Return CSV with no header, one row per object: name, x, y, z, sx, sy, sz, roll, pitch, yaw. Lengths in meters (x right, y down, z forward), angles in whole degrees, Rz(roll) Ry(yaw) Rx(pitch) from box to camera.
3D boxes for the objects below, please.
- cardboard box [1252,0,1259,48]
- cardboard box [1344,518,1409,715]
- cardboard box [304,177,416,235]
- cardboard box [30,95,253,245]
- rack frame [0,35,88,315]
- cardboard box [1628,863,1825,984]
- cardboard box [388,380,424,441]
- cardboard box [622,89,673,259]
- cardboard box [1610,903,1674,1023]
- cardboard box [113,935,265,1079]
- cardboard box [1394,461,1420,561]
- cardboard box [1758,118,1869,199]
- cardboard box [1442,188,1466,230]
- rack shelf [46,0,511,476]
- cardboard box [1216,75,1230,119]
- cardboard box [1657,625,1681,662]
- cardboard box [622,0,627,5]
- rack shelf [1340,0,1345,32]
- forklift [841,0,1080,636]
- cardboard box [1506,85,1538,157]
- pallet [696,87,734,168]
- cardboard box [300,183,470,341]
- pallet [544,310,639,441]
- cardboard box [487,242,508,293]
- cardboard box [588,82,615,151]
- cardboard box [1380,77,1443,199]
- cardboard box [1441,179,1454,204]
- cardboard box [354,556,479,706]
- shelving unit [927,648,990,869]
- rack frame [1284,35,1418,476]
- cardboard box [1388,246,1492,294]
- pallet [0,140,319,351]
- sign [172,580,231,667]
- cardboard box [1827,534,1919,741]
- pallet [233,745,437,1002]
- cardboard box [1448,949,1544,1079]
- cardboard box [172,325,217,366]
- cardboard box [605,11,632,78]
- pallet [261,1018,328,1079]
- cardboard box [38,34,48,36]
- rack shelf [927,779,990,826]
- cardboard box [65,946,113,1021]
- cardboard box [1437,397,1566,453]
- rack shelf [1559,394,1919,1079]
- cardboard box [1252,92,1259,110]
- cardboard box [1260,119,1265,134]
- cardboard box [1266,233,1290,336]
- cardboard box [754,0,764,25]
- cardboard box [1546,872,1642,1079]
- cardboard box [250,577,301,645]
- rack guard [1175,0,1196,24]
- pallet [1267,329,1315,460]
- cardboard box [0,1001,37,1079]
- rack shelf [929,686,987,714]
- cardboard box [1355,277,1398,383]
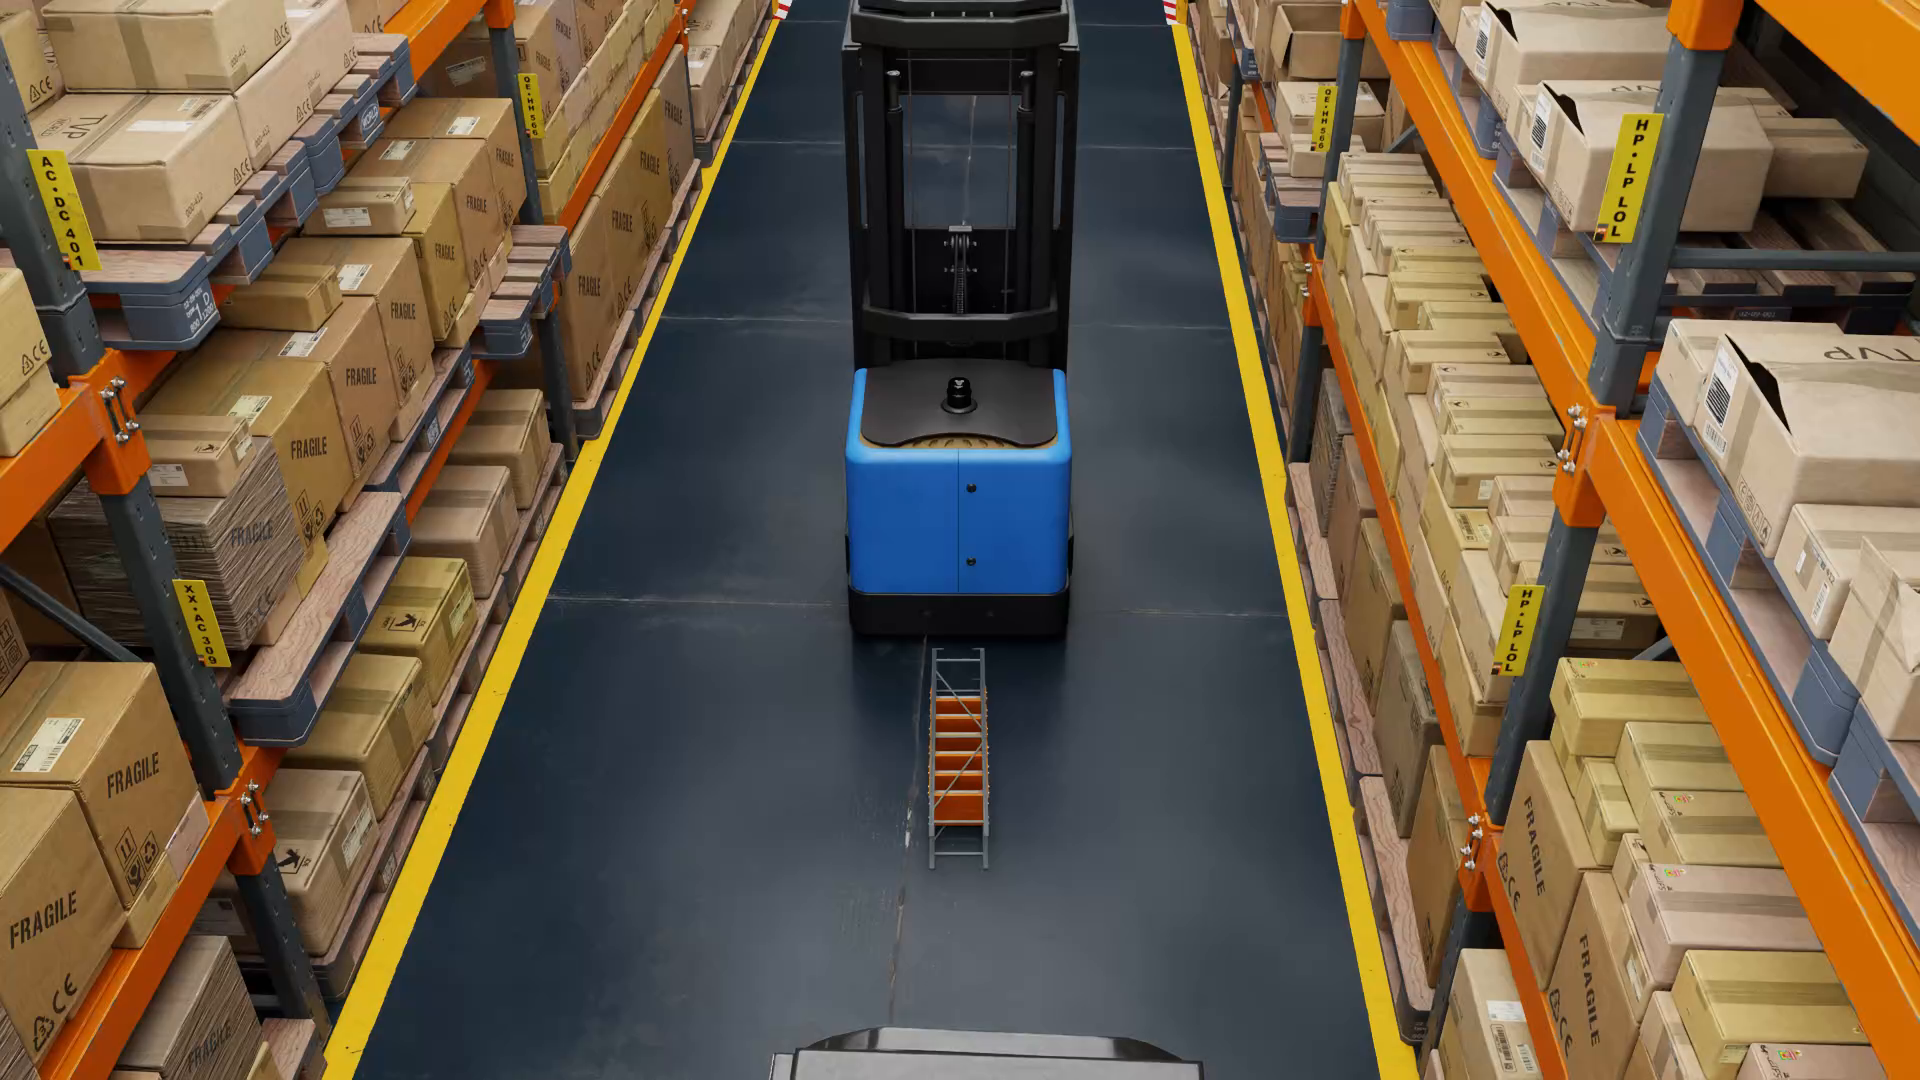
cardboard box,2.028,-3.213,10.411,0.396,0.266,0.258,3,35,4
cardboard box,2.223,0.332,7.314,0.875,0.625,0.625,0,35,0
cardboard box,-2.437,-1.354,6.738,0.380,0.149,0.250,0,35,0
cardboard box,-2.389,-1.066,4.761,0.500,0.250,0.500,0,35,1
rack frame,-2.813,-1.857,3.511,1.000,3.000,0.127,1,35,2
cardboard box,1.803,0.903,3.892,0.380,0.149,0.250,2,35,3
cardboard box,-2.395,-0.530,6.694,0.380,0.149,0.250,3,35,4
cardboard box,-2.466,-2.424,11.018,0.875,0.875,0.875,2,35,3
cardboard box,1.795,1.020,3.984,0.380,0.149,0.250,2,35,3
cardboard box,-2.569,1.590,5.198,0.500,0.500,0.500,1,35,1
cardboard box,1.970,-0.097,6.356,0.500,0.250,0.500,2,35,2
cardboard box,2.377,-1.110,4.824,0.380,0.149,0.250,1,35,2
cardboard box,2.567,-1.467,7.869,0.500,0.250,0.500,2,35,3
rack shelf,-2.733,-1.484,6.216,1.077,0.370,4.000,1,35,2
cardboard box,2.211,-3.471,13.039,0.396,0.266,0.258,3,35,4
cardboard box,2.423,0.282,5.382,0.500,0.250,0.500,1,35,1
cardboard box,-2.313,-3.598,10.250,0.500,0.500,0.500,2,35,3
rack shelf,2.387,-3.670,9.326,1.077,0.370,4.000,1,35,2
forklift,0.005,-1.557,8.362,1.130,2.935,3.031,0,35,0
cardboard box,1.887,-1.266,5.046,0.380,0.149,0.250,1,35,2
pallet,-2.383,-3.293,13.197,1.003,0.211,1.213,1,35,2
cardboard box,-2.422,-1.180,7.055,0.500,0.500,0.500,-1,35,-1
pallet,-2.546,-1.011,9.950,1.003,0.211,1.213,1,35,2
cardboard box,-2.335,-1.274,7.753,0.380,0.149,0.250,1,35,1
cardboard box,-2.352,-2.511,9.790,0.500,0.250,0.500,2,35,3
cardboard box,2.484,-2.093,8.612,0.500,0.500,0.500,3,35,4
cardboard box,2.496,-1.703,7.858,0.380,0.149,0.250,2,35,3
cardboard box,-2.743,0.387,7.456,0.950,0.372,0.625,2,35,3
shelving unit,-0.006,0.920,7.218,0.258,0.189,1.200,0,35,0
rack frame,2.307,-1.588,8.346,1.000,3.000,0.127,1,35,2
cardboard box,2.028,-1.121,7.030,0.380,0.149,0.250,2,35,2
pallet,-2.682,-0.905,4.929,1.213,0.211,1.003,1,35,2
sign,-2.271,0.252,4.976,0.100,0.325,0.005,1,35,2
cardboard box,1.783,0.171,2.900,0.396,0.266,0.258,1,35,1
pallet,-2.784,1.291,6.675,1.003,0.211,1.213,1,35,2
cardboard box,1.813,1.525,5.074,0.500,0.250,0.500,1,35,1
cardboard box,-2.979,-0.589,6.214,0.500,0.500,0.500,2,35,4
cardboard box,-2.298,-3.003,10.056,0.500,0.250,0.500,2,35,3
pallet,-2.805,2.125,5.488,1.003,0.211,1.213,1,35,2
cardboard box,-2.888,-1.662,5.609,0.500,0.250,0.500,2,35,3
rack shelf,-0.006,1.101,6.960,0.258,0.180,0.103,0,35,0
cardboard box,-2.613,1.184,4.621,0.380,0.149,0.250,2,35,2
cardboard box,1.944,-0.389,5.989,0.380,0.149,0.250,1,35,1
rack shelf,2.066,0.926,2.786,1.077,0.370,4.000,1,35,2
cardboard box,2.225,-3.072,11.444,0.380,0.149,0.250,0,35,0
cardboard box,2.255,-2.792,11.304,0.380,0.149,0.250,0,35,-1
cardboard box,2.158,-1.573,10.134,0.500,0.500,0.500,3,35,4
cardboard box,-2.258,-5.039,15.119,0.875,0.438,0.875,0,35,0
cardboard box,1.863,1.218,4.267,0.500,0.500,0.500,2,35,3
cardboard box,-2.476,0.219,5.629,0.380,0.149,0.250,2,35,3
rack guard,2.625,-5.118,15.543,1.175,0.500,0.348,1,35,2
pallet,2.375,-0.875,9.757,1.003,0.211,1.213,1,35,2
cardboard box,-2.613,1.290,3.905,0.500,0.500,0.500,2,35,3
rack shelf,-0.007,0.756,7.451,0.258,0.180,0.103,0,35,0
cardboard box,1.985,-0.894,7.054,0.500,0.250,0.500,0,35,1
